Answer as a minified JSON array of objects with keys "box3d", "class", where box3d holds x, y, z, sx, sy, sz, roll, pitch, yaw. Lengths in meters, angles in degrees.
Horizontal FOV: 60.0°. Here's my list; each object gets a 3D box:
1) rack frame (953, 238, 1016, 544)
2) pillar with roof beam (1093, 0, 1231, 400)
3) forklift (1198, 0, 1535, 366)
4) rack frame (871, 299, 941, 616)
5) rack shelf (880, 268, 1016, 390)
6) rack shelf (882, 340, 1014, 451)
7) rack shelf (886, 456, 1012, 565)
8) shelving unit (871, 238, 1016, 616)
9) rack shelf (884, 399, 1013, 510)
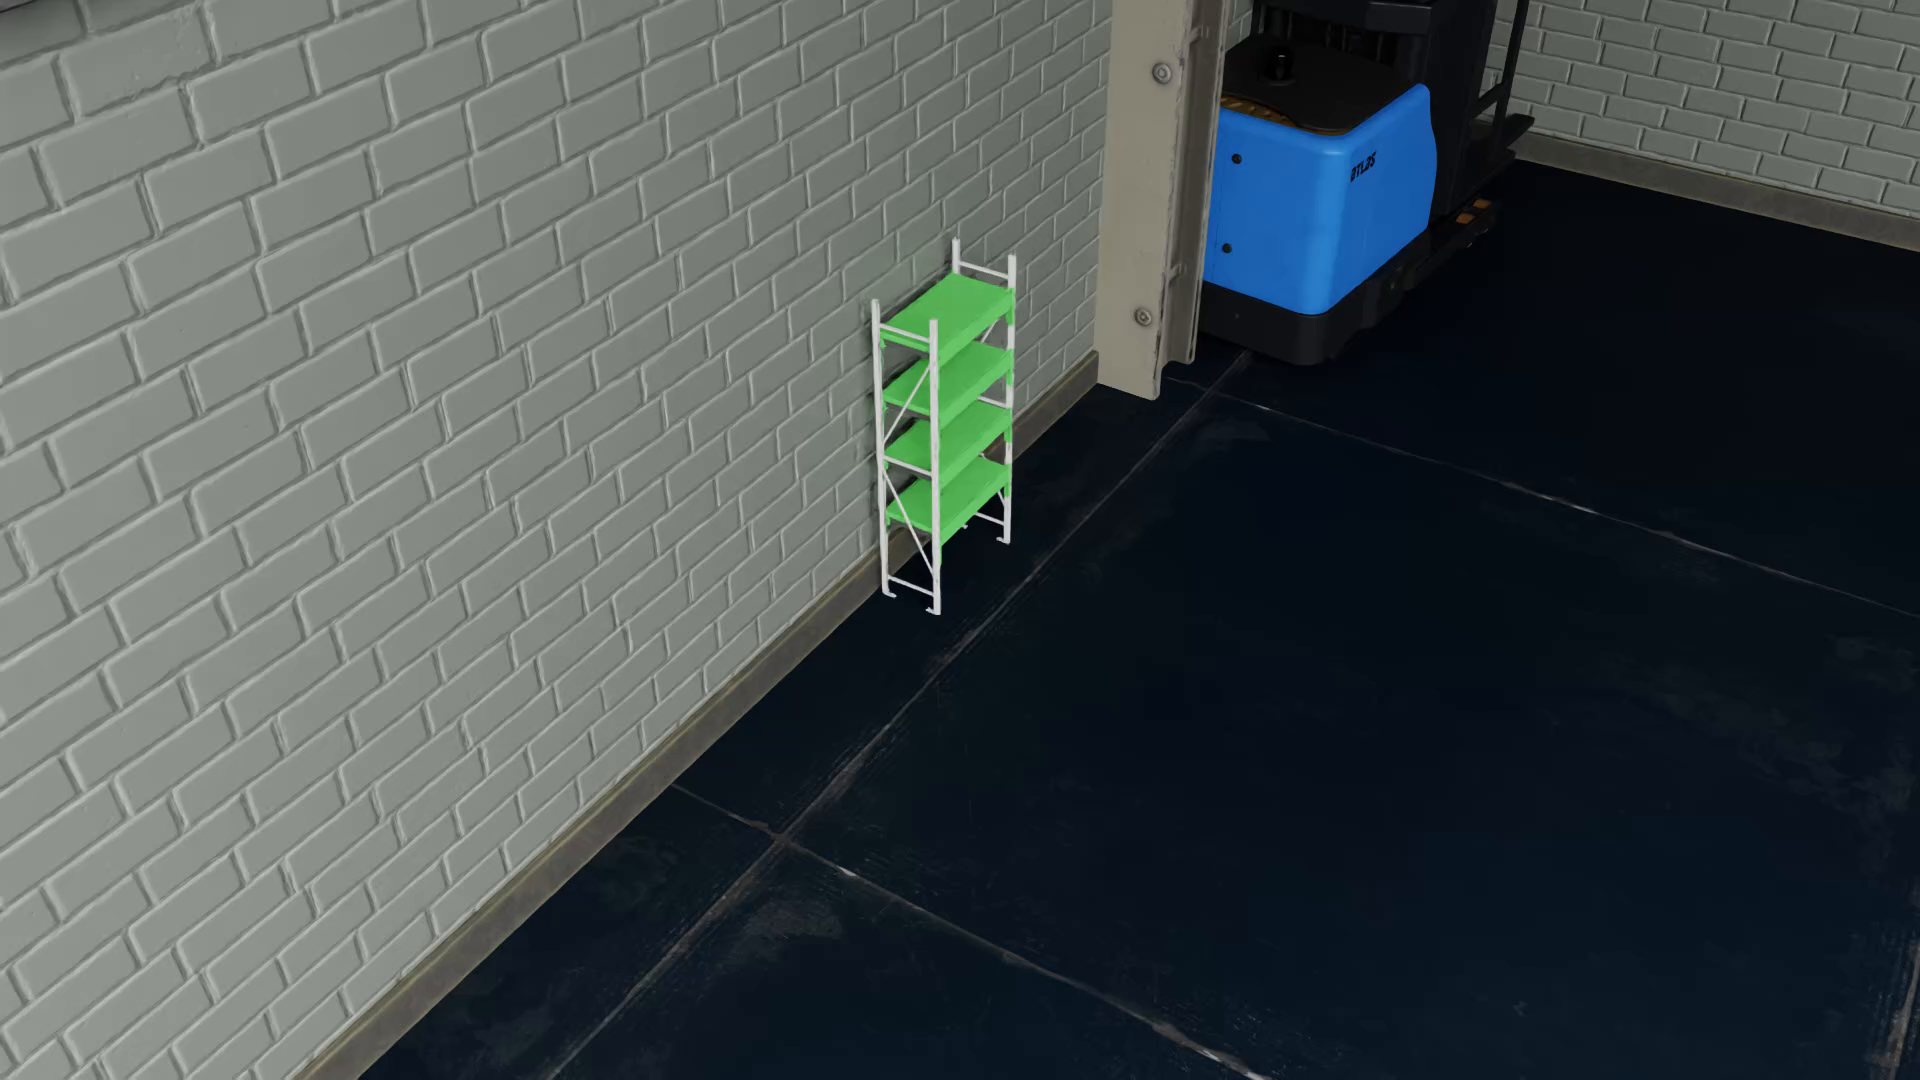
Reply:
[{"box3d":[0.082,-0.501,5.917,0.240,1.200,0.015,21,42,25],"class":"rack frame"},{"box3d":[4.428,-2.895,2.635,9.100,9.000,0.400,21,42,25],"class":"pillar with roof beam"},{"box3d":[2.003,-2.748,7.415,1.130,2.935,3.031,25,44,29],"class":"forklift"},{"box3d":[-0.176,-0.248,5.588,0.240,1.200,0.015,21,42,25],"class":"rack frame"},{"box3d":[-0.048,-0.704,5.499,0.258,0.148,0.480,21,42,25],"class":"rack shelf"},{"box3d":[-0.047,-0.514,5.645,0.258,0.148,0.480,21,42,25],"class":"rack shelf"},{"box3d":[-0.046,-0.134,5.938,0.258,0.148,0.480,21,42,25],"class":"rack shelf"},{"box3d":[-0.047,-0.375,5.753,0.258,1.200,0.503,21,42,25],"class":"shelving unit"},{"box3d":[-0.047,-0.324,5.792,0.258,0.148,0.480,21,42,25],"class":"rack shelf"}]
